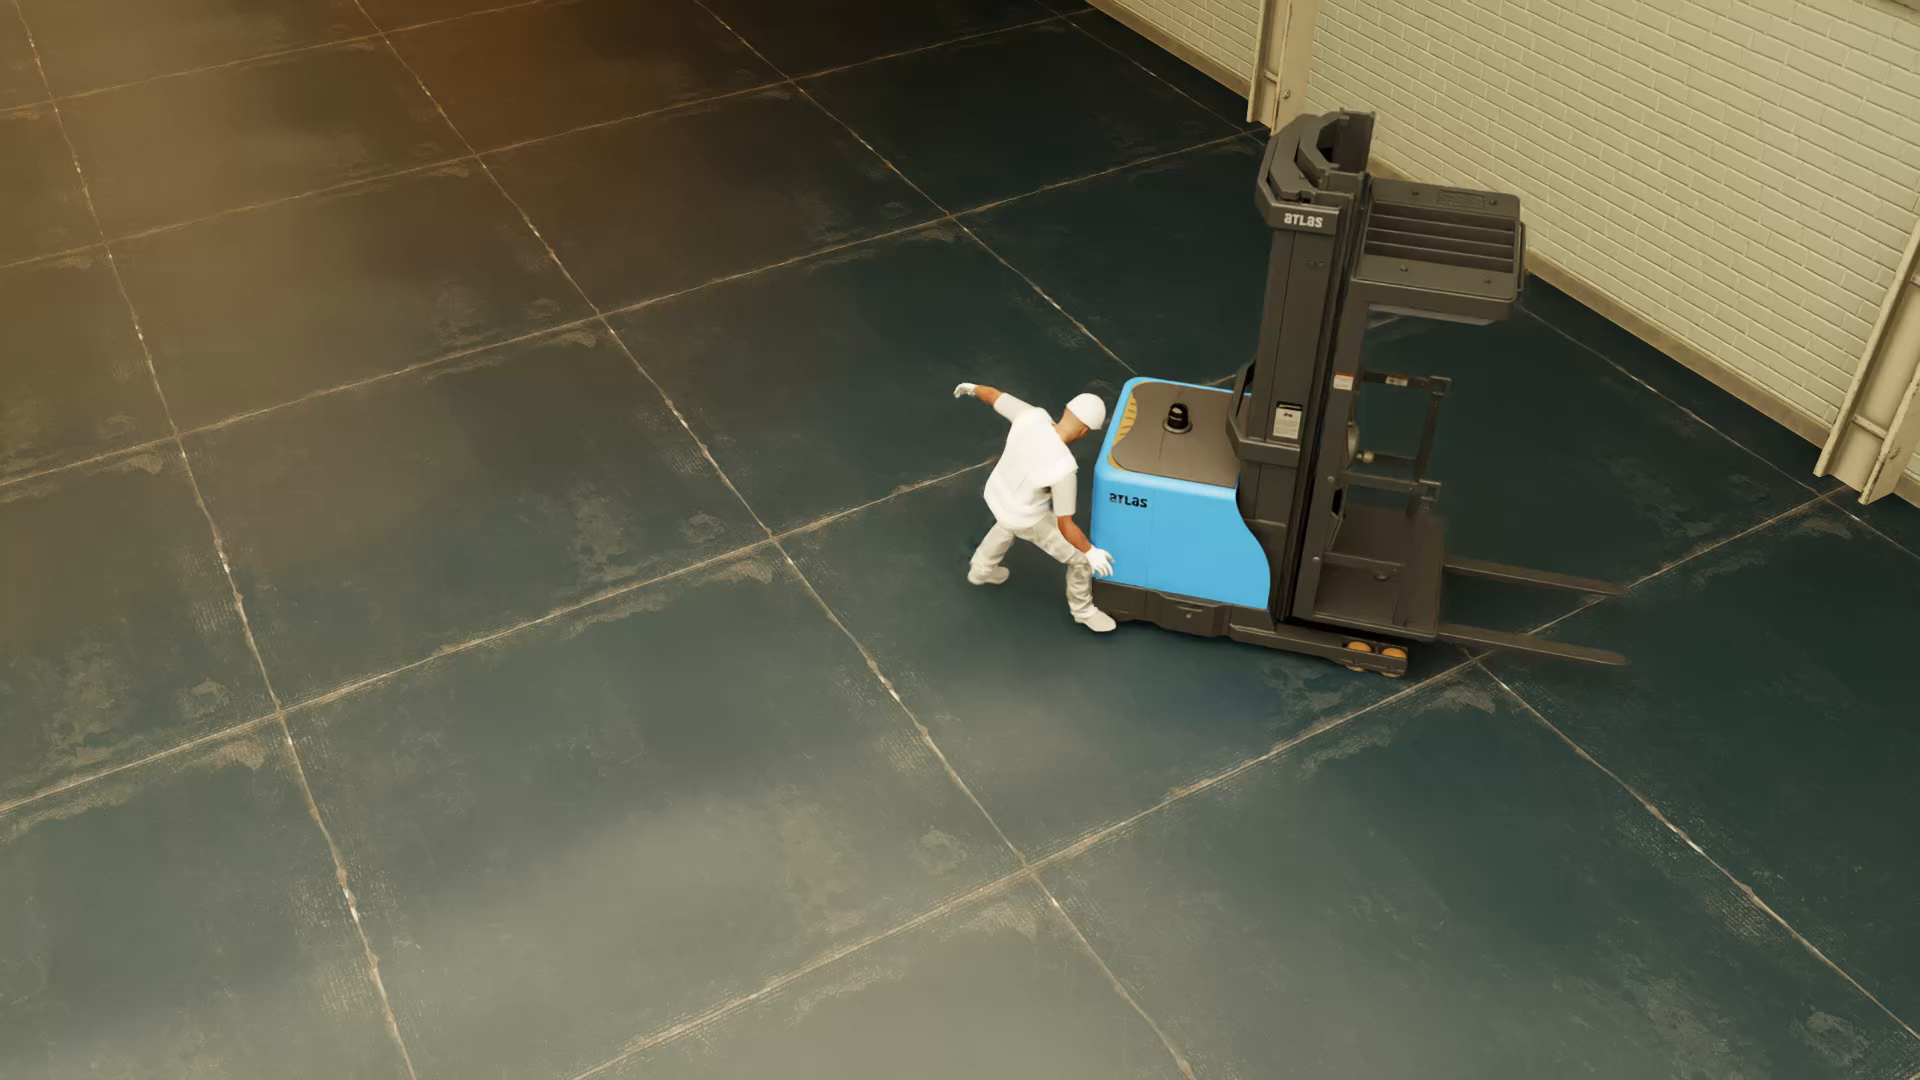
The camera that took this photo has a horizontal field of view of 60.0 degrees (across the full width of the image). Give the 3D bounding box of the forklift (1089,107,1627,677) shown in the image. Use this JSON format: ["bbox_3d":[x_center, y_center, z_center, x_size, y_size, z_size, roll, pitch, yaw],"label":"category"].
[{"bbox_3d":[2.302,-0.732,8.919,3.031,2.935,1.130,10,41,12],"label":"forklift"}]

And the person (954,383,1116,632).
[{"bbox_3d":[0.392,-0.241,9.446,0.700,1.523,1.240,-15,42,-17],"label":"person"}]
